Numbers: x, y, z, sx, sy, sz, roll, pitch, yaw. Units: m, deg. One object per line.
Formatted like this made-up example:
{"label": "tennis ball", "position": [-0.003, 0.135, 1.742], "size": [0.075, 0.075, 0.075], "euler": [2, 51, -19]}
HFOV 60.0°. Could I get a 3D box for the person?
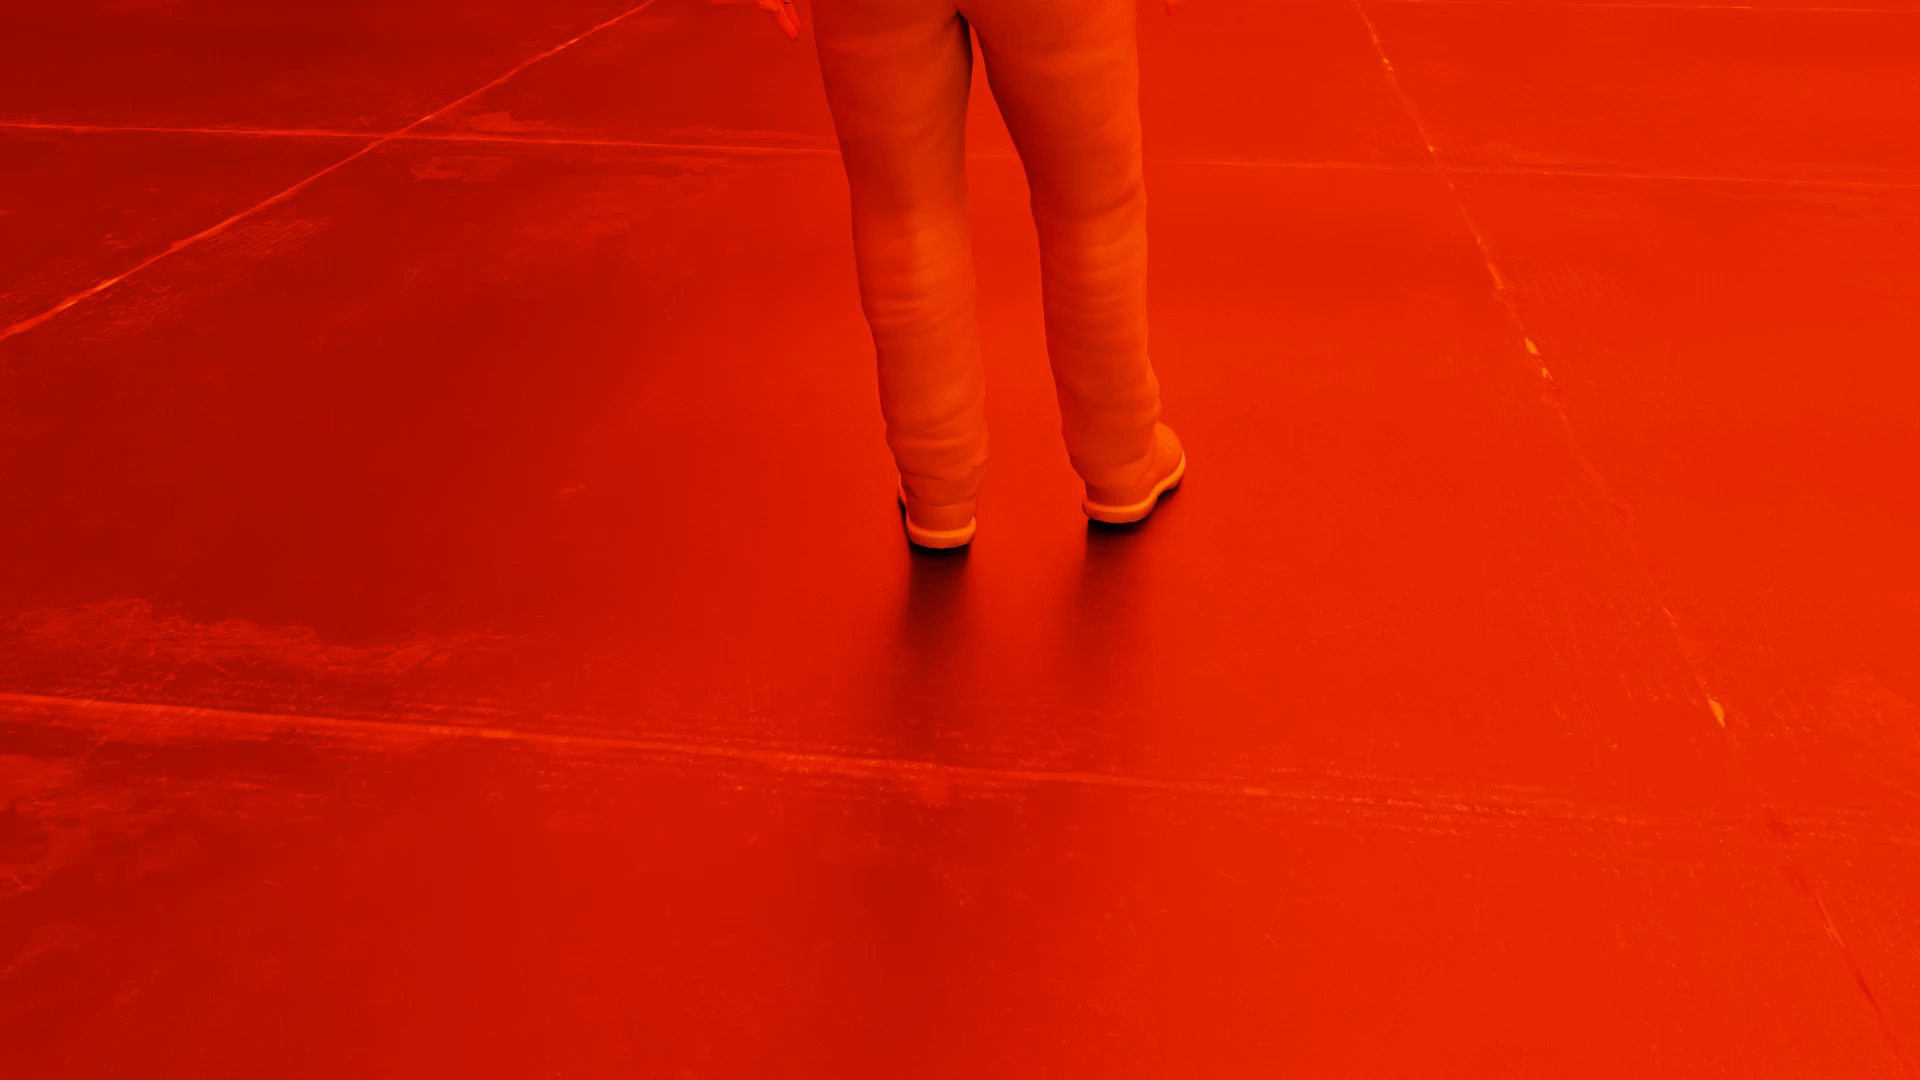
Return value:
{"label": "person", "position": [0.023, -0.819, 2.189], "size": [0.642, 1.727, 0.550], "euler": [3, 27, 7]}
